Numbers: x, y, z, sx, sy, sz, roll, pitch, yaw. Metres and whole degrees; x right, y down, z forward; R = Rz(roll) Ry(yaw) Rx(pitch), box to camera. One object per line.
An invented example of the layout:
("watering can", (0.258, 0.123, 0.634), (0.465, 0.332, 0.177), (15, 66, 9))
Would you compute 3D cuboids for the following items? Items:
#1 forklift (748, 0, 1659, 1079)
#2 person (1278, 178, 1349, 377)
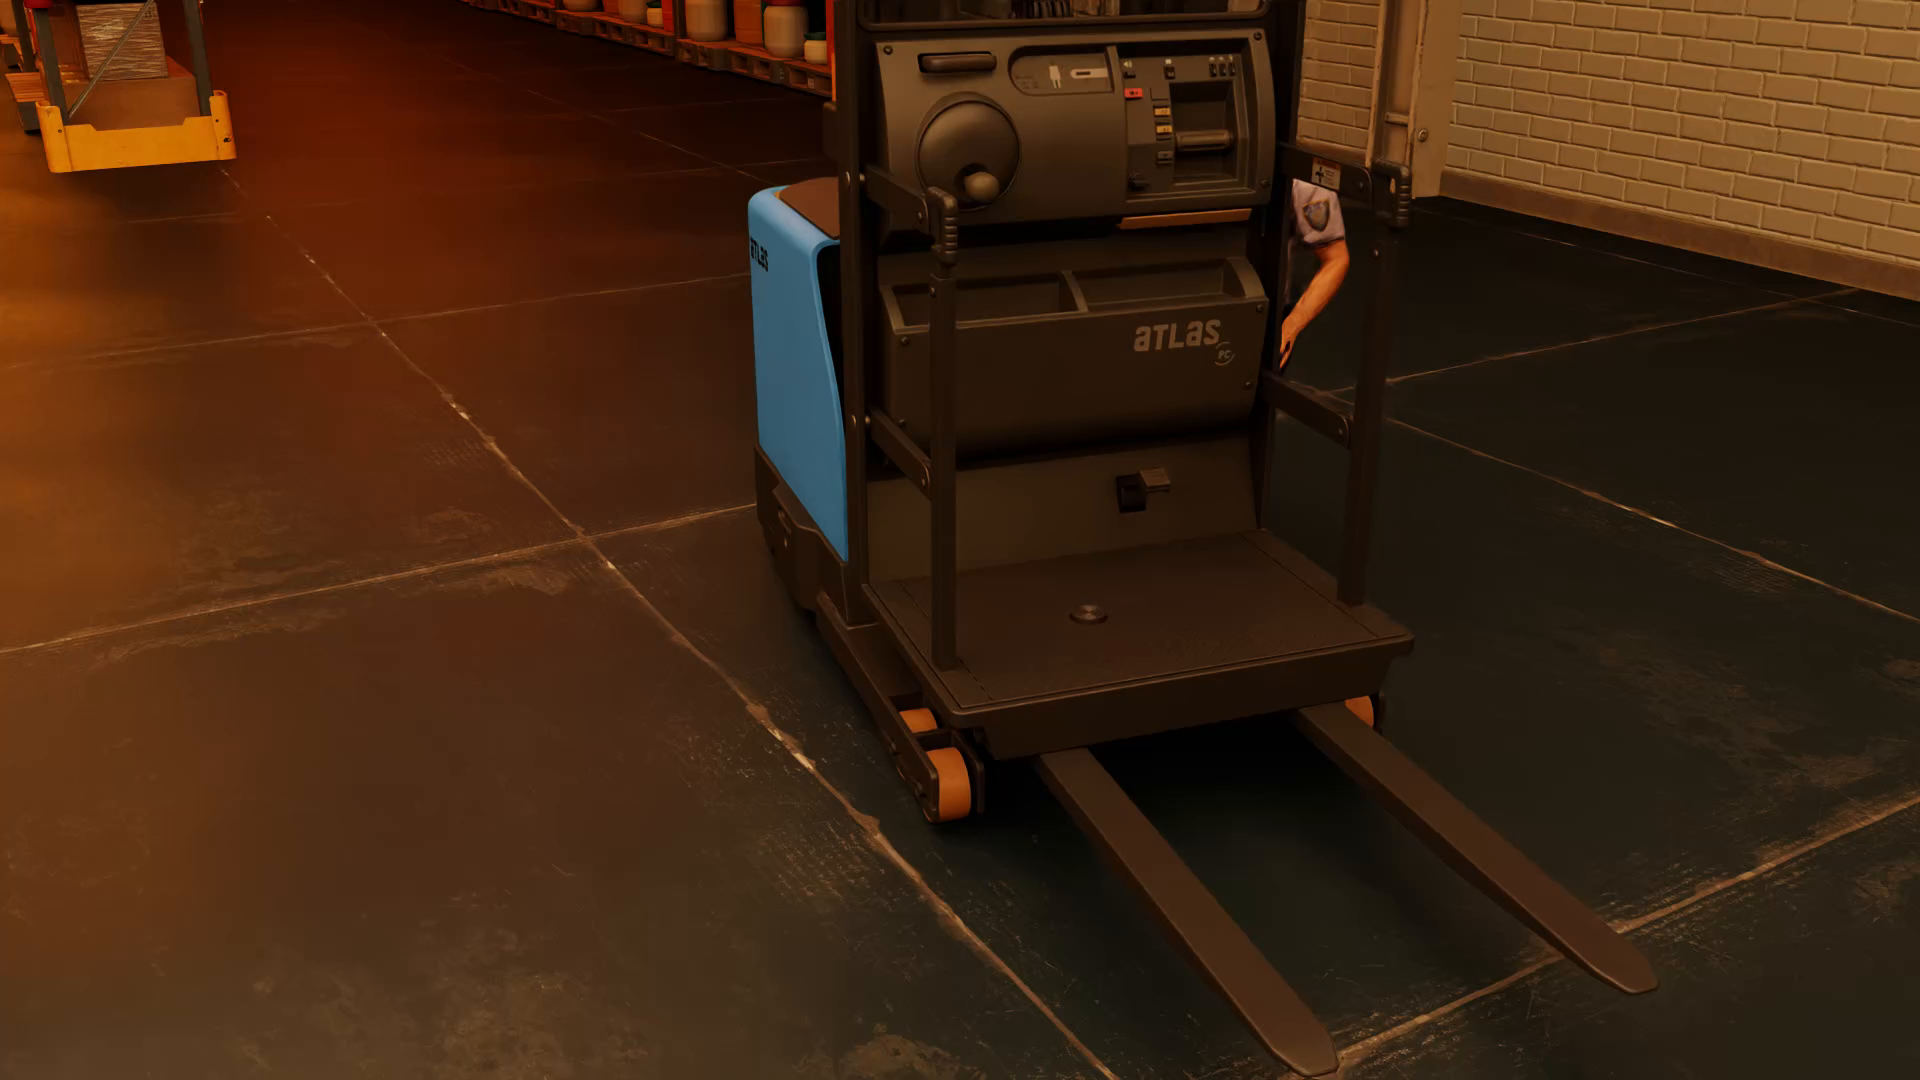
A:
("forklift", (0.343, -0.912, 3.497), (1.130, 2.935, 3.031), (-8, 23, -18))
("person", (0.654, -0.571, 4.758), (0.757, 1.460, 0.824), (12, 25, 27))
